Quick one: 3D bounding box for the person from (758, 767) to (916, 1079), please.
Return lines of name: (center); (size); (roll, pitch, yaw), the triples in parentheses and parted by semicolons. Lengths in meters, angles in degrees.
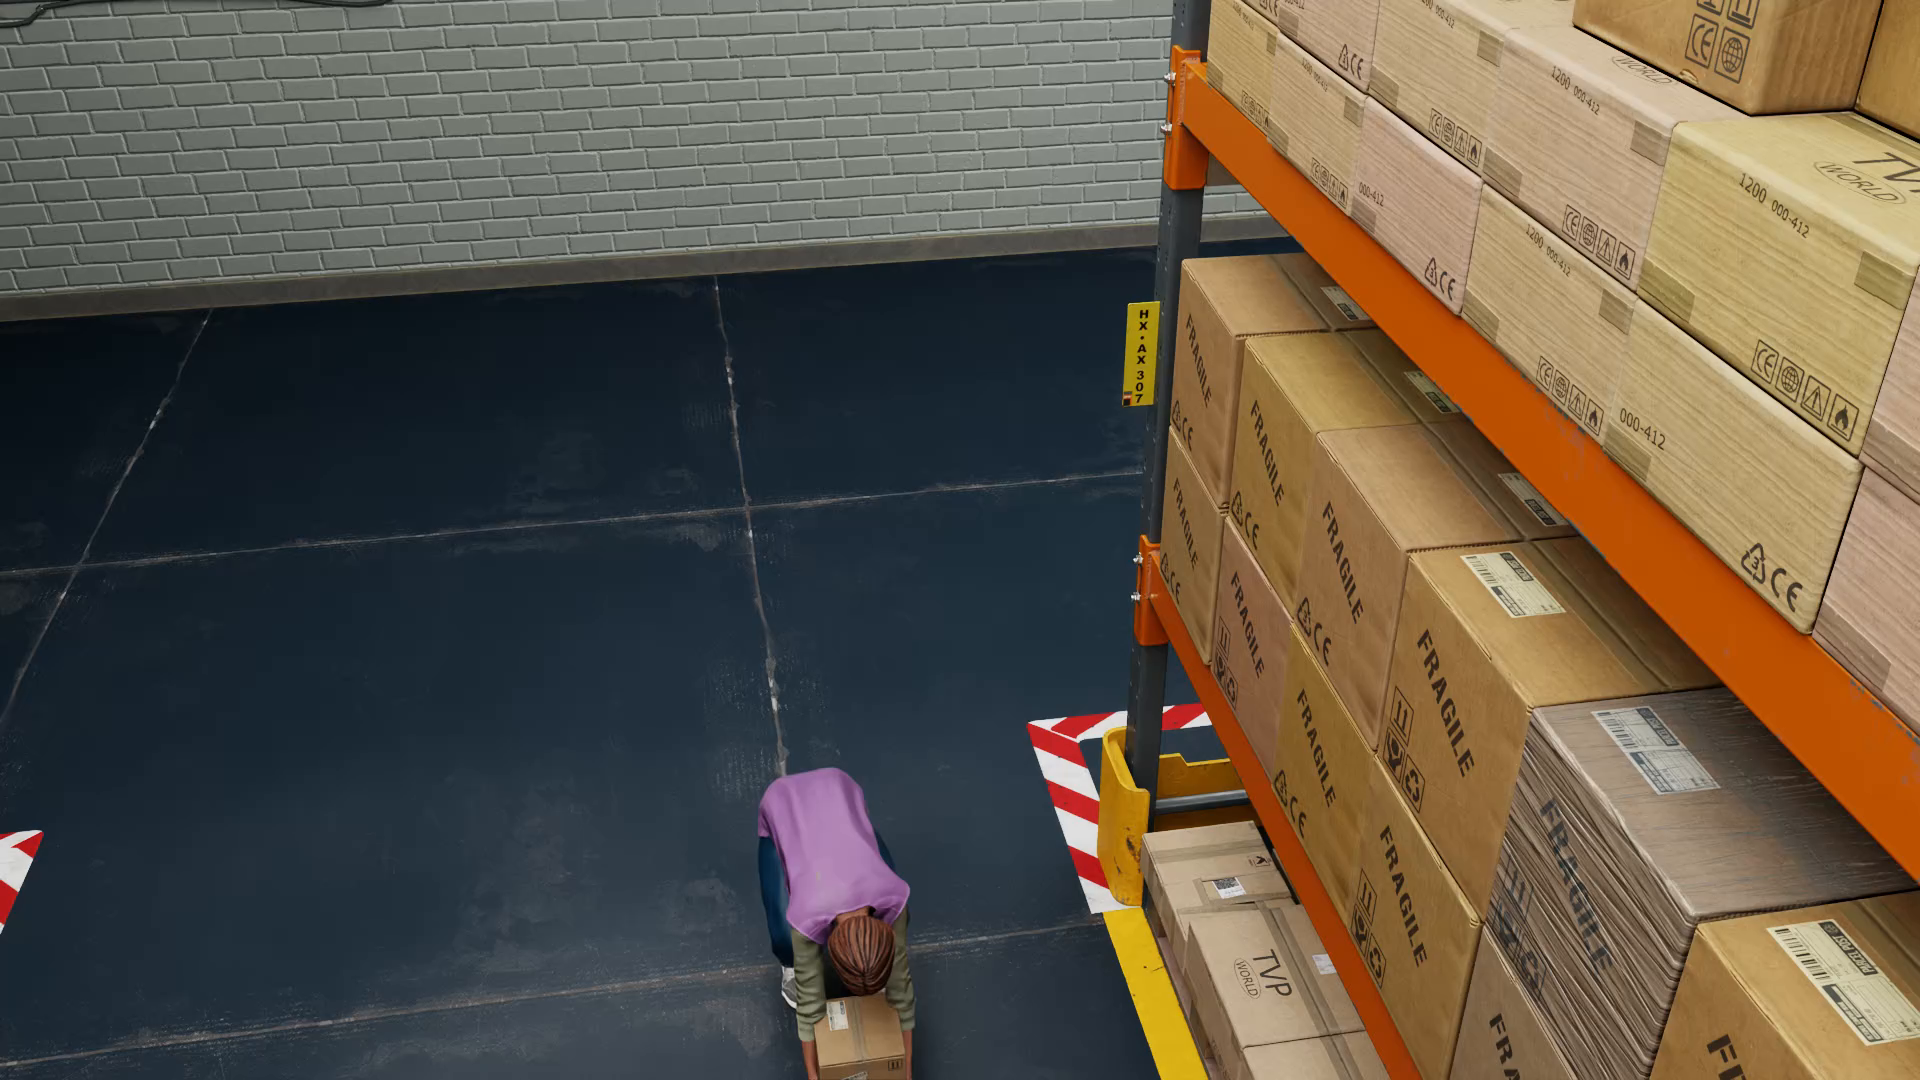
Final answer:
person: (-0.369, 1.169, 5.052); (0.429, 0.773, 0.873); (-8, 32, -14)
